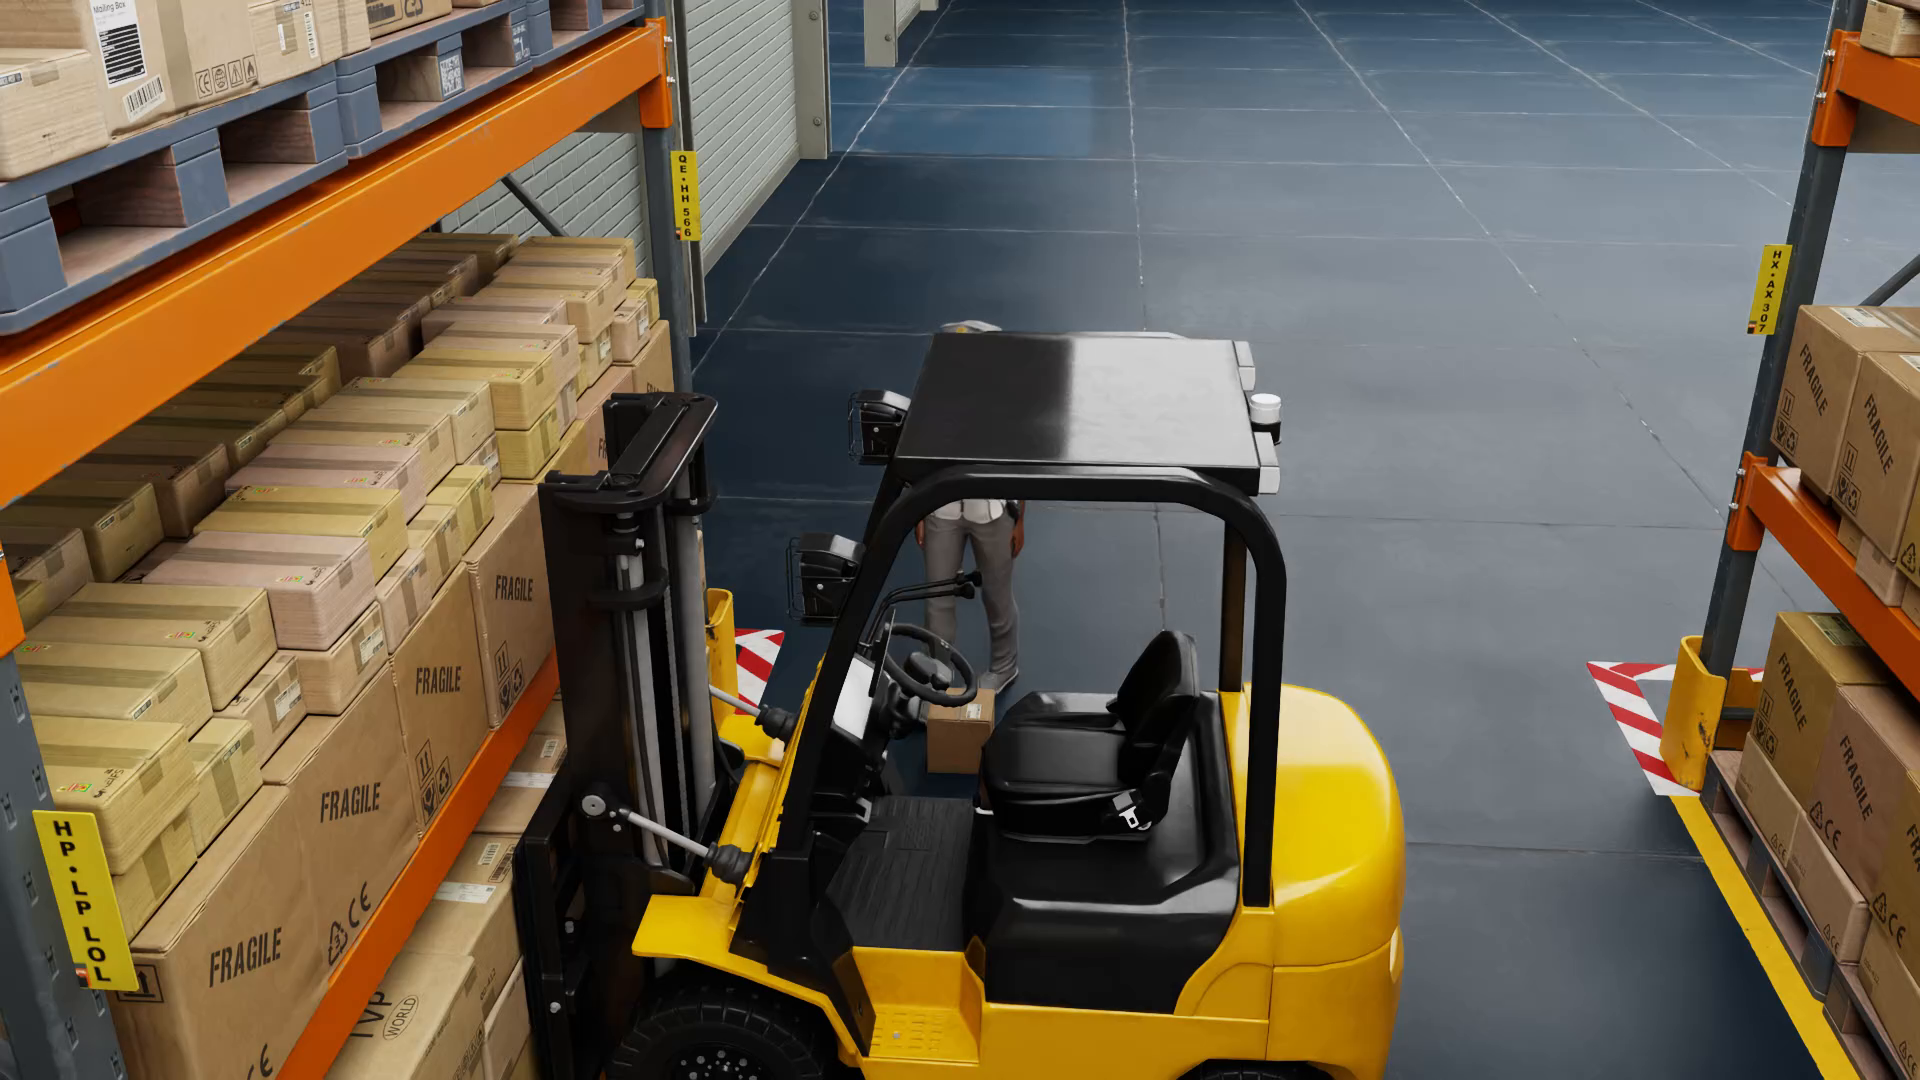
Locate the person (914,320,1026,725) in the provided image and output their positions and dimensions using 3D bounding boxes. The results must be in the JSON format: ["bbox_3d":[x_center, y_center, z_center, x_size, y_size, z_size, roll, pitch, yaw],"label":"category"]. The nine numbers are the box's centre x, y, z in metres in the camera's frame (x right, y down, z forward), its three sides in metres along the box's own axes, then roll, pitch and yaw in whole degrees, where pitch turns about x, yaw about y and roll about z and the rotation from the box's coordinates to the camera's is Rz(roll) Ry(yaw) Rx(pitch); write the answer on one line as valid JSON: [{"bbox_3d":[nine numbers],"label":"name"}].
[{"bbox_3d":[0.028,-0.074,6.743,0.455,1.688,0.538,5,25,12],"label":"person"}]
